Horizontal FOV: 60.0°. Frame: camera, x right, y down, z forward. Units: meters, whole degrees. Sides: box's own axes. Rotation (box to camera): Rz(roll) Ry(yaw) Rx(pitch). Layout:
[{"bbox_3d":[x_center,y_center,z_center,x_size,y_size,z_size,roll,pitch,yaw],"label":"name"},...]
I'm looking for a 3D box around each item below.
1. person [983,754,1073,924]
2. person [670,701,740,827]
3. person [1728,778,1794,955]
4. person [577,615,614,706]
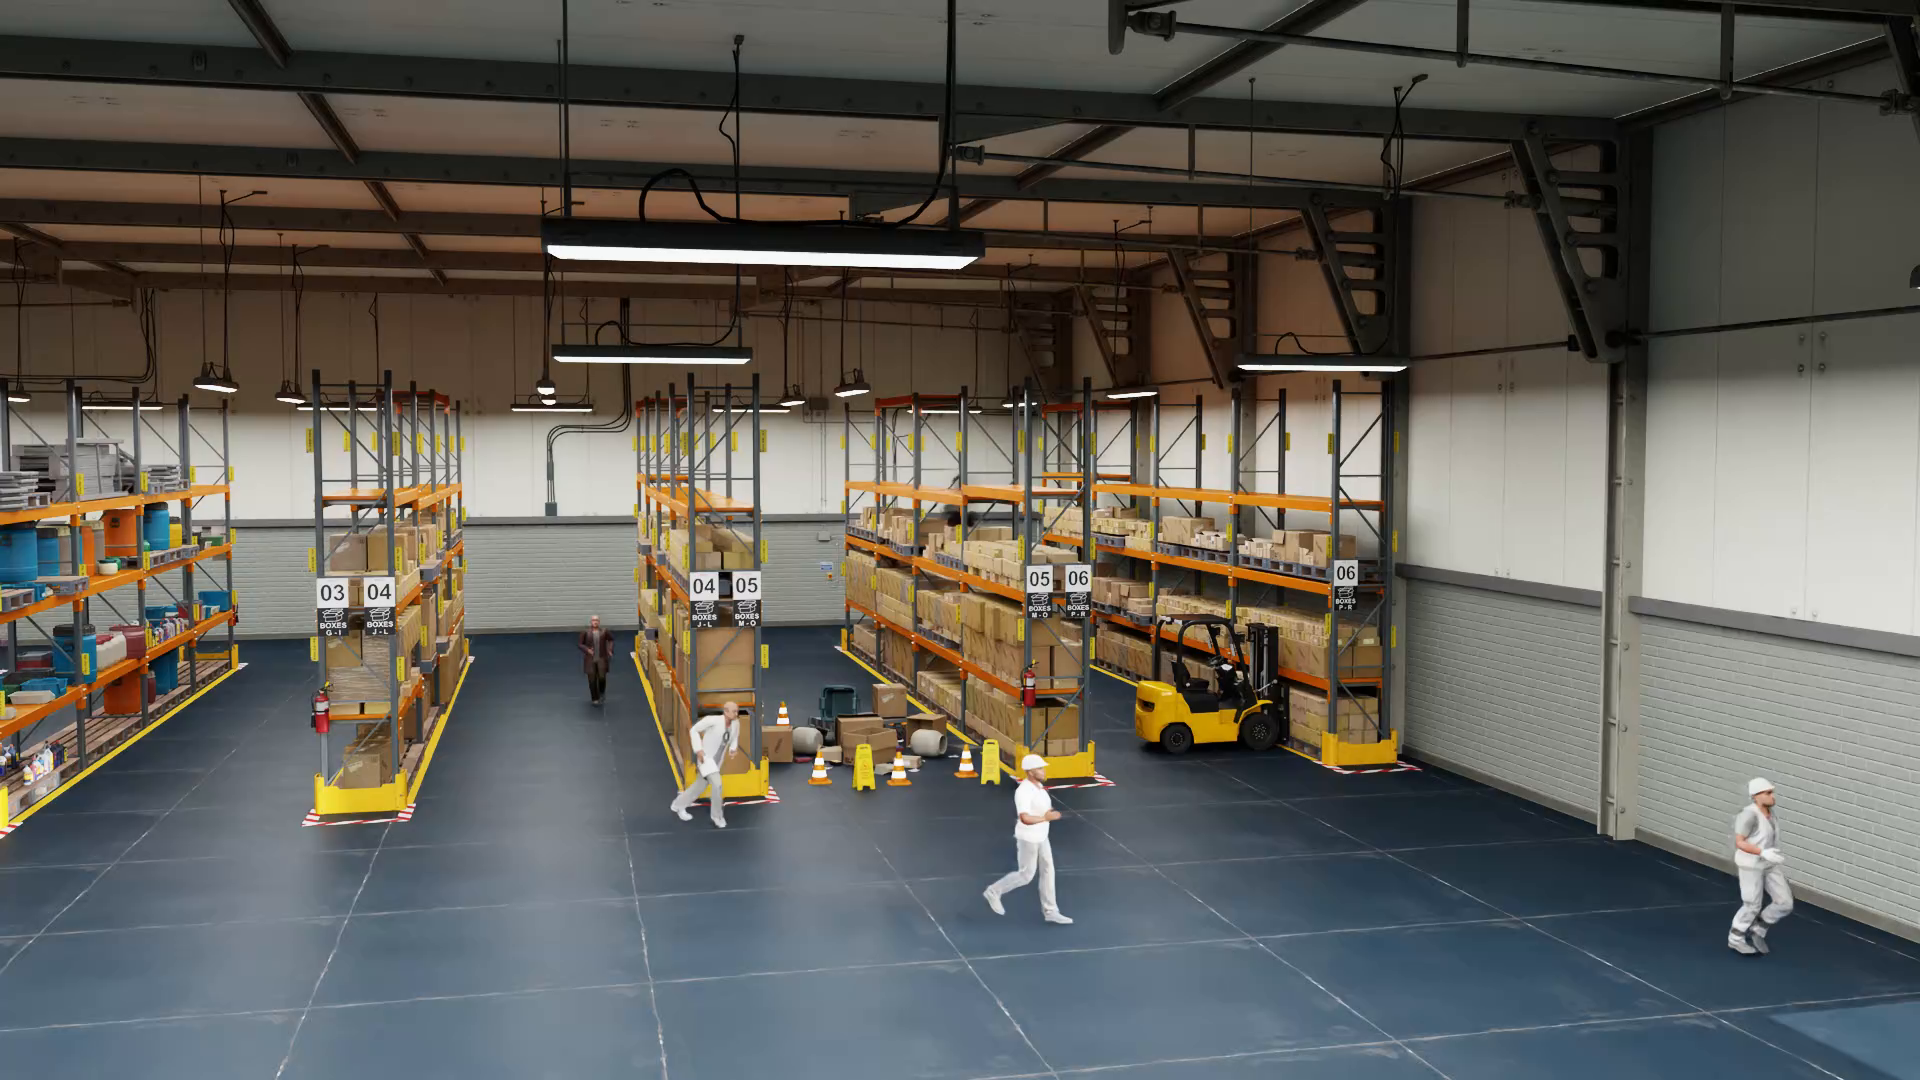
[{"bbox_3d":[0.719,3.097,17.311,0.953,1.747,0.702,1,4,21],"label":"person"},{"bbox_3d":[-3.339,2.952,22.026,1.015,1.709,0.706,2,4,36],"label":"person"},{"bbox_3d":[7.782,3.182,16.137,0.635,1.754,0.652,-2,4,-29],"label":"person"},{"bbox_3d":[-6.927,2.344,31.681,0.695,1.654,0.631,-1,3,-14],"label":"person"}]
